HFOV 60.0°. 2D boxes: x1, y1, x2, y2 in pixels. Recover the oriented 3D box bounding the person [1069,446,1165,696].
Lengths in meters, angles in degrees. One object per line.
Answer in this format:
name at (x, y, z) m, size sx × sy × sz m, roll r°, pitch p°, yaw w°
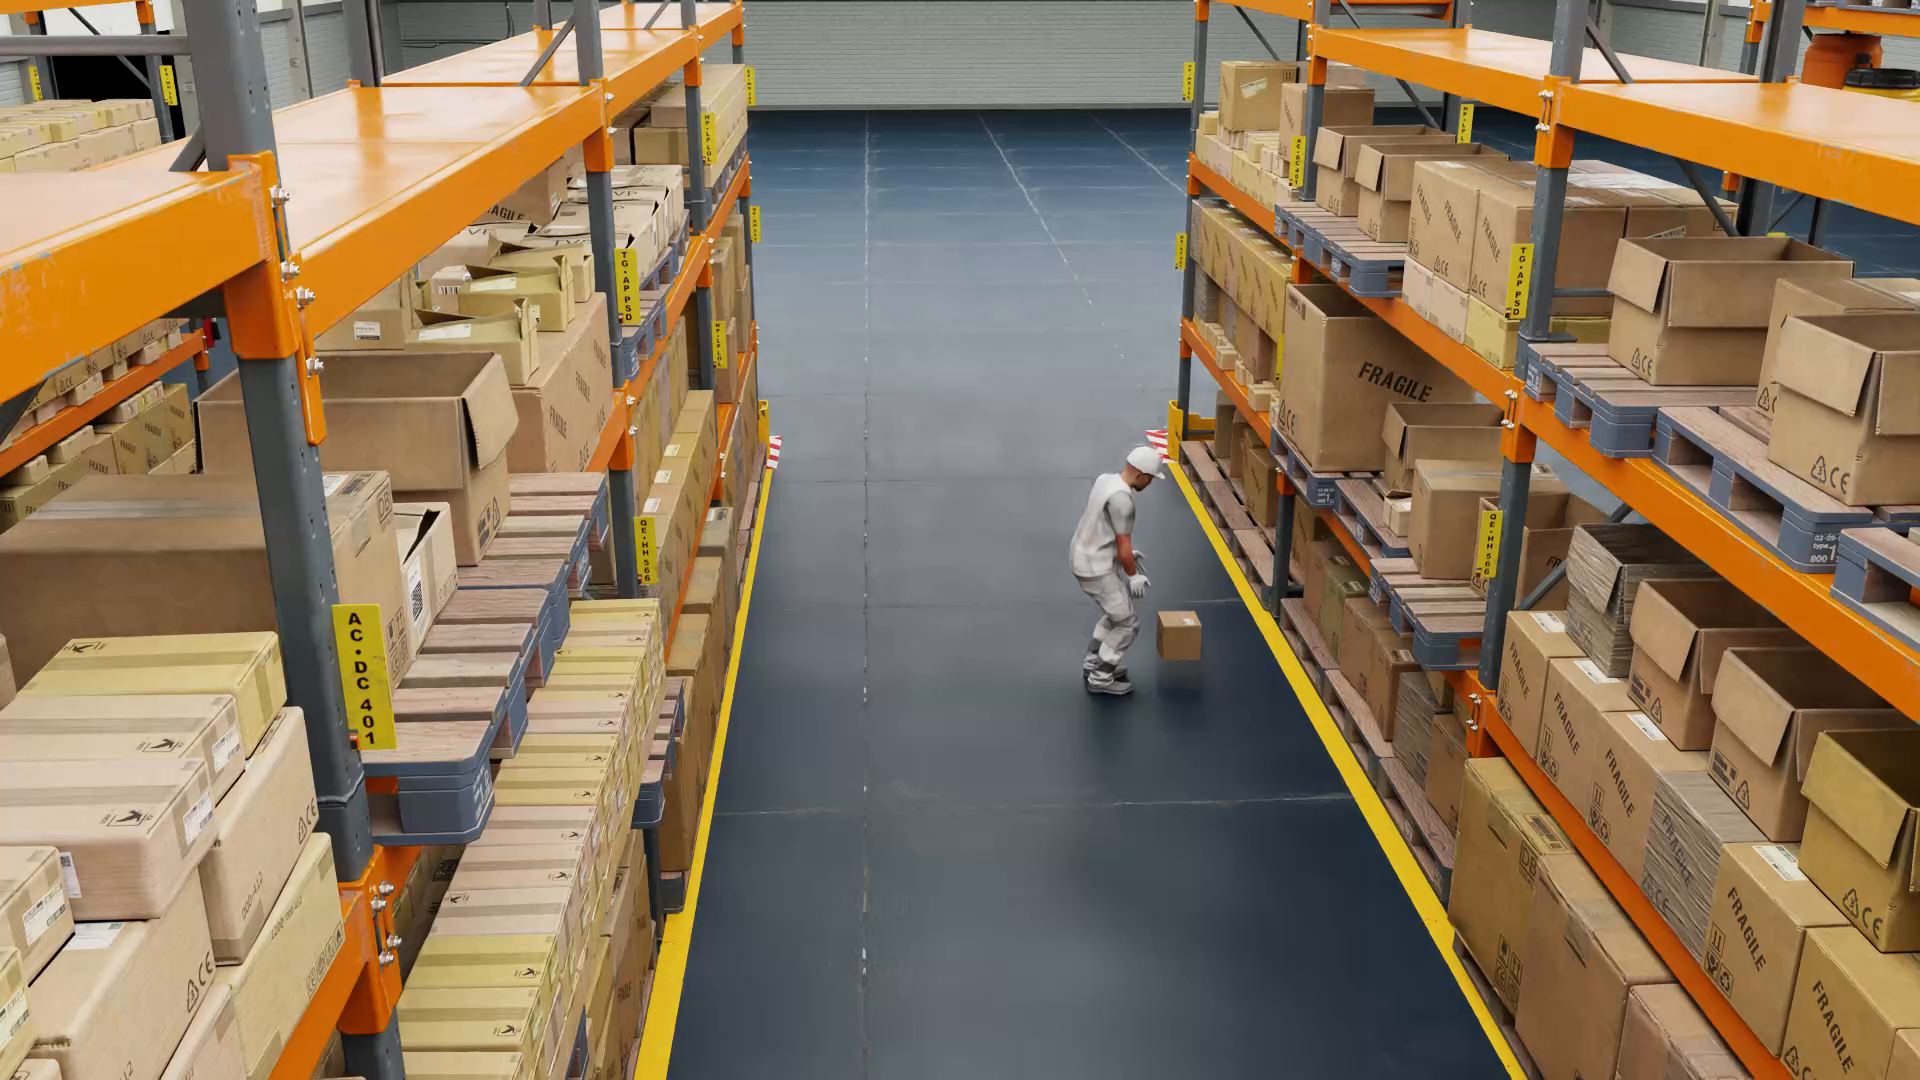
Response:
person at (1.006, 0.178, 10.795) m, size 0.602 × 1.627 × 0.568 m, roll -1°, pitch 20°, yaw -2°
